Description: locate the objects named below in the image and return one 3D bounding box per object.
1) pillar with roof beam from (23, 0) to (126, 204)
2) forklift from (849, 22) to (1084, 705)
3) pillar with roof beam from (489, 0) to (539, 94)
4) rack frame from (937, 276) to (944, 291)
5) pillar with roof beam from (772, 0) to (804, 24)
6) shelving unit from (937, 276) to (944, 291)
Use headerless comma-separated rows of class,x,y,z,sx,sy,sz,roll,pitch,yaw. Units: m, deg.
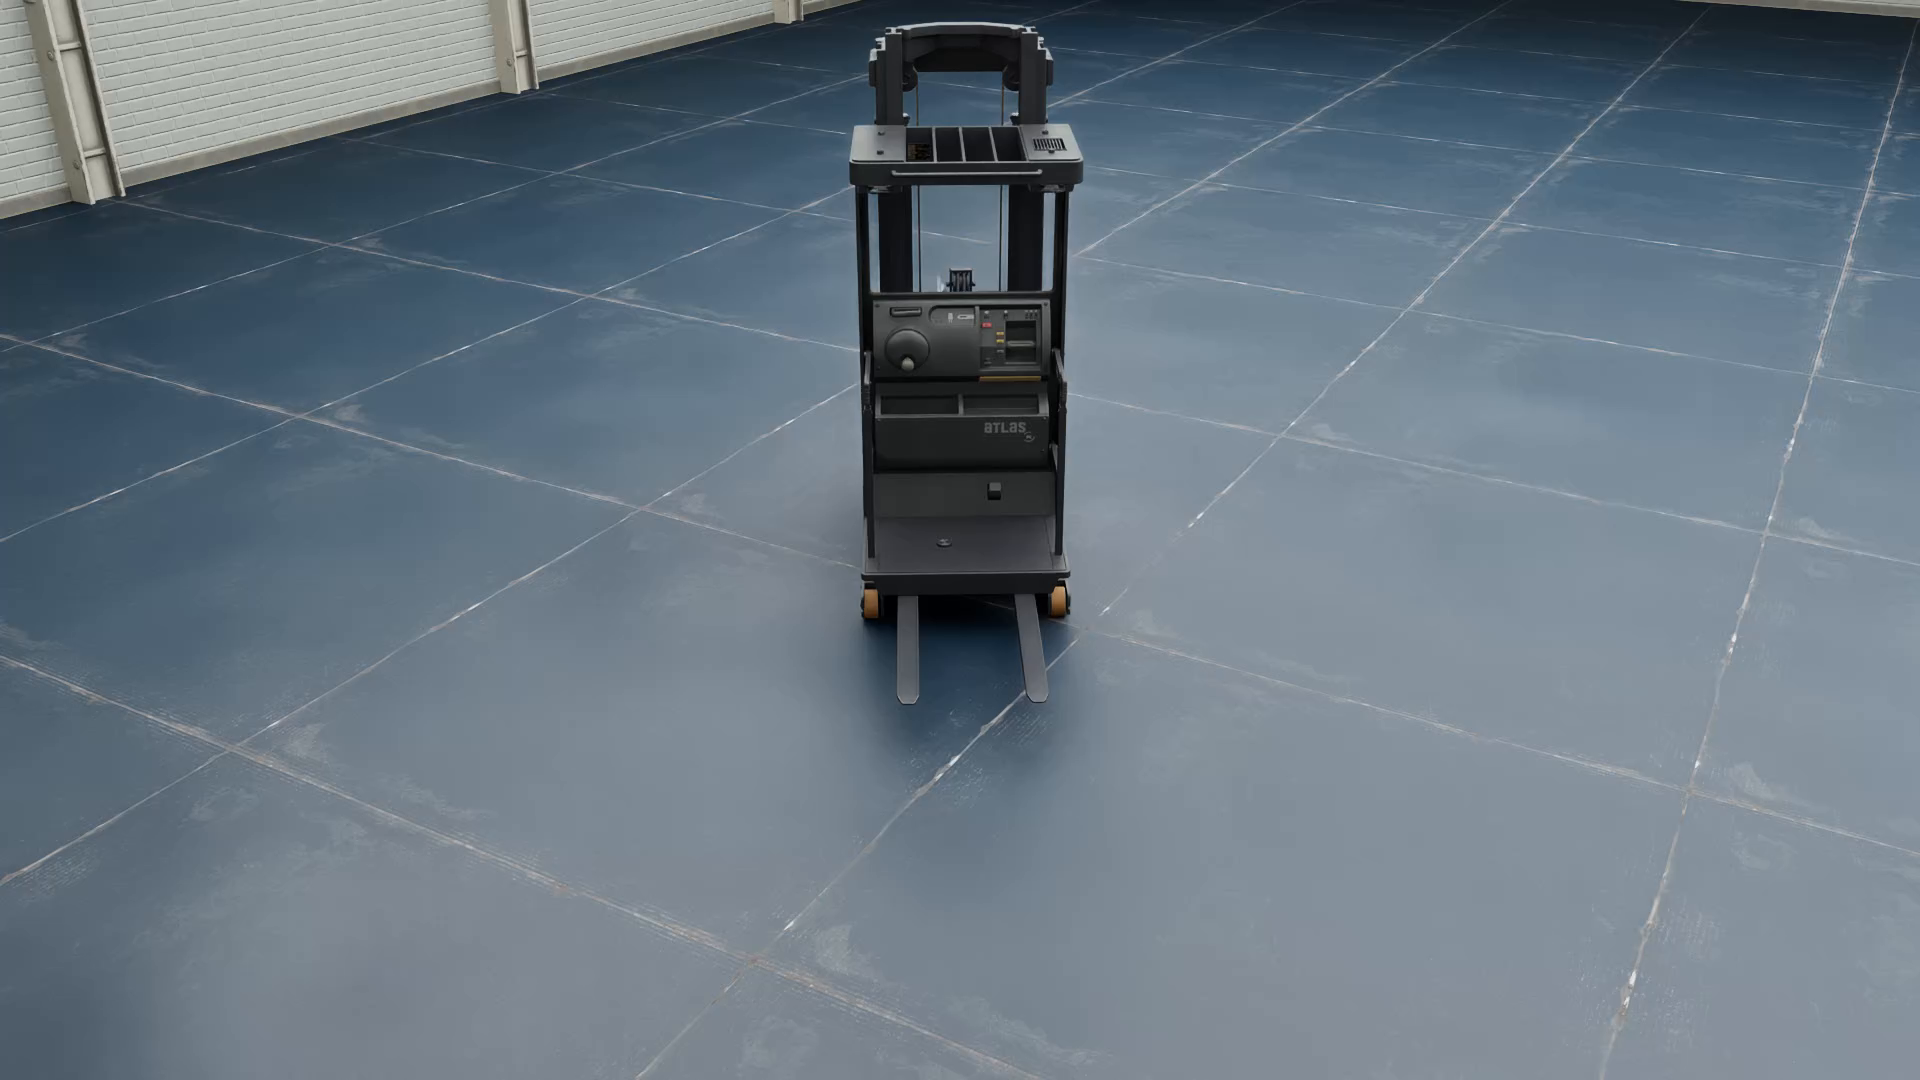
pillar with roof beam,-4.828,-6.484,12.650,9.100,9.000,0.400,14,30,26
forklift,0.018,-1.031,8.535,1.130,2.935,3.031,-1,27,-2
pillar with roof beam,-1.876,-8.822,17.321,9.100,9.000,0.400,14,30,26
rack frame,-0.115,-1.045,10.468,0.015,1.200,0.240,-3,20,-6
pillar with roof beam,1.075,-11.160,21.992,9.100,9.000,0.400,14,30,26
shelving unit,-0.357,-1.032,10.443,0.503,1.200,0.258,-3,20,-6
